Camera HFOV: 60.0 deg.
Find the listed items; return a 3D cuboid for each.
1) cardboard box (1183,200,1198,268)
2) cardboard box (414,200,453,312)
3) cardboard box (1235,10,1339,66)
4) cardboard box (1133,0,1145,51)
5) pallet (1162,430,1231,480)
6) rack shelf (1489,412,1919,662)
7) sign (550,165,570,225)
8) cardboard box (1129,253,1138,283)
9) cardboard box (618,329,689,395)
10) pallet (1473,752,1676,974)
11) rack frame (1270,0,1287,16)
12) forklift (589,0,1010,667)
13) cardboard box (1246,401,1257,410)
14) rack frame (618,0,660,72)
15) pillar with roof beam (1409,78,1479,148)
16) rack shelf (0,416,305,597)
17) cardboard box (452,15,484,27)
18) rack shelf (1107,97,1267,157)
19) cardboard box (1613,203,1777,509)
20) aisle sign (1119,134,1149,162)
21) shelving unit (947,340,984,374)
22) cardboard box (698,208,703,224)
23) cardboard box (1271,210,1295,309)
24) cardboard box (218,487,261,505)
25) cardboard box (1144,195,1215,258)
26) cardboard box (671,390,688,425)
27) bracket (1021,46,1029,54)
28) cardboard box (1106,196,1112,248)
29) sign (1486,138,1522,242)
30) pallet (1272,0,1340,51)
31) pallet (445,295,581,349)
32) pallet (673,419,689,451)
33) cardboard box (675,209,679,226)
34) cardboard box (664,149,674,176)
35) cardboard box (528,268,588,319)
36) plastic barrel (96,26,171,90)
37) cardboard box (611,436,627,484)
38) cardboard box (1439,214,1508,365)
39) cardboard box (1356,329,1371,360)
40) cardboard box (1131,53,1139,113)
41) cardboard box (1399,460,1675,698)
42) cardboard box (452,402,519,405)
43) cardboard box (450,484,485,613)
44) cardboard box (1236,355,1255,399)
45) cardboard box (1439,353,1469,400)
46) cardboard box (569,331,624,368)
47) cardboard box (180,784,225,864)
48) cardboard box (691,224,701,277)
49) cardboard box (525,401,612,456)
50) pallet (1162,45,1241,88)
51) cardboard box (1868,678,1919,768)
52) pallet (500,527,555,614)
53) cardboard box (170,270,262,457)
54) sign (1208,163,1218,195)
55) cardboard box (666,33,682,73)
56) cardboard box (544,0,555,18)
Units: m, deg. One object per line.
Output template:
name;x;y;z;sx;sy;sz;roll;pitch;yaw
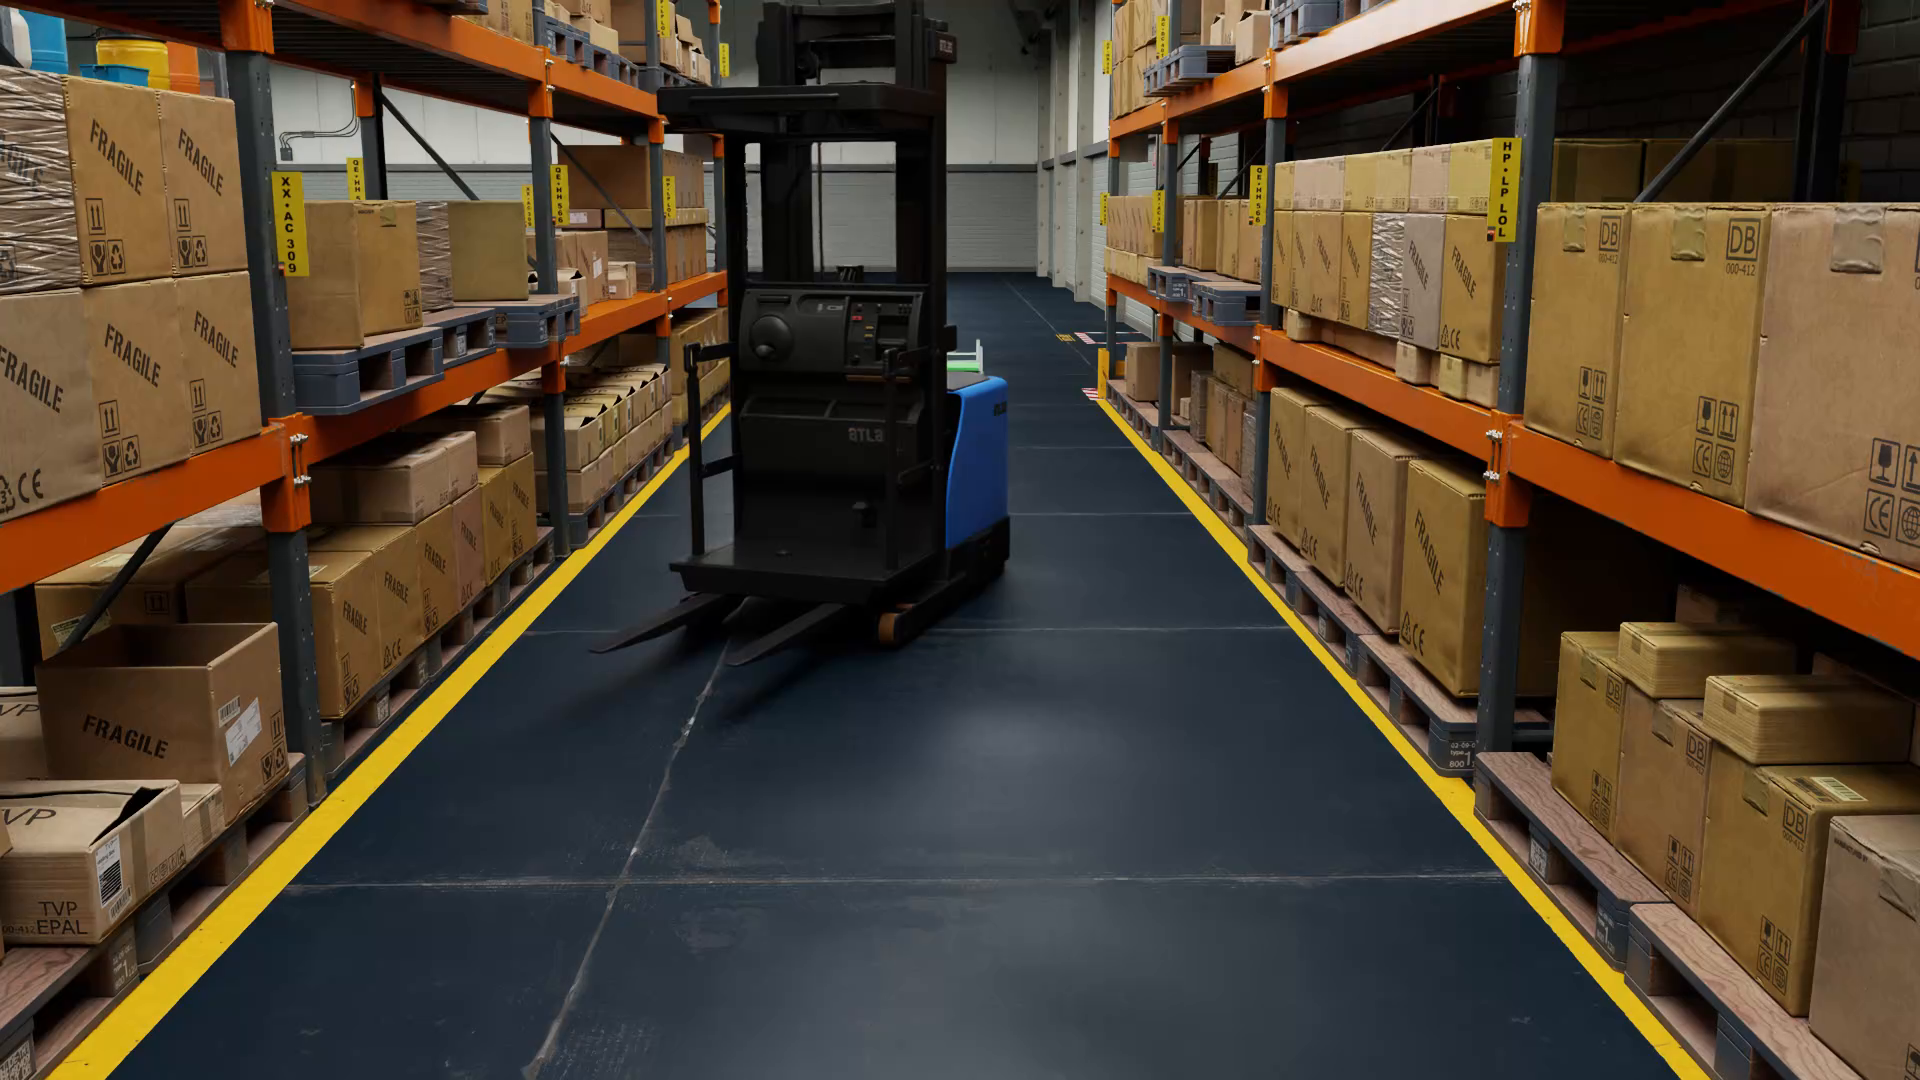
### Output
cardboard box;2.095;-2.347;12.728;0.700;0.500;0.500;0;11;-1
cardboard box;-2.797;-1.315;7.691;0.700;0.500;0.500;2;12;10
cardboard box;1.917;-2.967;9.770;0.500;0.311;0.500;0;11;-1
cardboard box;1.794;-4.514;14.405;0.500;0.500;0.500;-1;11;-3
pallet;2.136;-0.663;12.795;1.003;0.211;1.213;0;11;-1
rack shelf;2.325;0.156;3.554;1.077;0.370;4.000;0;11;-1
sign;-2.209;-1.901;9.171;0.100;0.325;0.005;0;11;-1
cardboard box;1.778;-2.412;14.733;0.500;0.250;0.500;0;11;-1
cardboard box;-2.530;-1.482;13.795;0.500;0.500;0.500;0;11;-1
pallet;2.222;0.924;4.973;1.003;0.211;1.213;0;11;-1
rack frame;2.201;-4.329;8.765;1.000;3.000;0.127;0;11;-1
forklift;-0.691;-1.032;7.775;1.130;2.935;3.031;4;12;19
cardboard box;2.240;-0.625;10.778;0.700;0.500;0.500;0;11;-1
rack frame;-2.834;-5.103;12.580;1.000;3.000;0.127;0;11;-1
pillar with roof beam;-1.265;-4.573;9.969;9.100;9.000;0.400;0;11;-1
rack shelf;-2.627;0.177;3.450;1.077;0.370;4.000;0;11;-1
cardboard box;-2.687;-2.596;7.513;0.910;0.500;0.500;0;11;-1
rack shelf;2.077;-3.699;15.014;1.077;0.370;4.000;0;11;-1
cardboard box;2.289;-0.488;4.165;0.980;0.700;0.700;-1;11;-3
aisle sign;1.735;-4.266;17.006;0.394;0.787;0.004;0;11;-1
shelving unit;0.003;-0.555;9.778;0.258;1.200;0.503;0;11;-1
cardboard box;-2.706;-3.147;16.144;0.380;0.149;0.250;0;11;-2
cardboard box;1.956;-1.496;8.839;0.500;0.500;0.500;0;11;1
cardboard box;-2.990;0.041;7.495;0.500;0.500;0.500;-1;11;-3
cardboard box;1.800;-2.581;13.676;0.500;0.500;0.500;0;11;-1
cardboard box;-2.540;-1.115;13.869;0.500;0.250;0.500;0;11;-1
bracket;1.883;-14.064;47.694;0.235;0.232;0.430;0;11;-1
cardboard box;1.745;-3.187;16.665;0.500;0.500;0.500;0;11;-1
sign;1.742;-1.118;5.315;0.100;0.325;0.005;0;11;-1
pallet;2.268;-2.639;8.452;1.213;0.211;1.003;0;11;1
pallet;-2.667;-1.139;8.614;1.213;0.211;1.003;0;11;-1
pallet;-2.808;-0.955;14.234;1.003;0.211;1.213;0;11;-1
cardboard box;-2.676;-2.840;14.632;0.380;0.149;0.250;-1;11;-3
cardboard box;-2.871;-3.136;14.458;0.700;0.500;0.500;0;11;-1
cardboard box;-2.576;-1.503;10.147;0.500;0.311;0.500;0;11;-2
plastic barrel;-7.718;-4.481;15.526;0.600;0.588;0.600;0;11;0
cardboard box;-2.496;-0.535;11.010;0.500;0.250;0.500;-1;11;-3
cardboard box;2.023;-0.889;5.848;0.500;0.500;0.500;0;11;-2
cardboard box;2.019;-0.904;7.555;0.380;0.149;0.250;0;11;-1
cardboard box;1.816;-4.124;14.997;0.500;0.500;0.500;0;11;2
cardboard box;2.141;0.125;6.249;0.750;0.750;0.750;0;11;0
cardboard box;-3.025;-0.707;10.451;0.500;0.311;0.500;0;11;-2
cardboard box;-2.470;0.034;7.530;0.500;0.500;0.500;-1;11;-3
cardboard box;2.170;-1.106;11.260;0.500;0.250;0.500;0;11;-1
cardboard box;1.965;-0.597;6.038;0.380;0.149;0.250;0;11;0
cardboard box;-3.061;-1.580;14.274;0.500;0.500;0.500;0;11;-1
cardboard box;-2.305;0.795;4.659;0.380;0.149;0.250;0;11;-1
cardboard box;-2.904;-2.810;16.114;0.700;0.500;0.500;0;11;0
cardboard box;-2.488;-0.711;10.467;0.500;0.311;0.500;-1;11;-3
pallet;2.050;-3.233;11.378;1.213;0.211;1.003;0;11;-1
cardboard box;2.416;0.434;3.974;0.380;0.149;0.250;0;11;-1
pallet;-2.774;0.147;8.803;1.003;0.211;1.213;0;11;-1
cardboard box;-2.402;-0.524;4.844;0.500;0.500;0.500;0;11;0
sign;2.591;-3.700;17.045;0.100;0.325;0.005;0;11;-1
cardboard box;-2.592;-4.072;13.860;0.500;0.311;0.500;-1;12;-4
cardboard box;-2.846;-3.278;10.450;0.500;0.250;0.500;0;11;-2
